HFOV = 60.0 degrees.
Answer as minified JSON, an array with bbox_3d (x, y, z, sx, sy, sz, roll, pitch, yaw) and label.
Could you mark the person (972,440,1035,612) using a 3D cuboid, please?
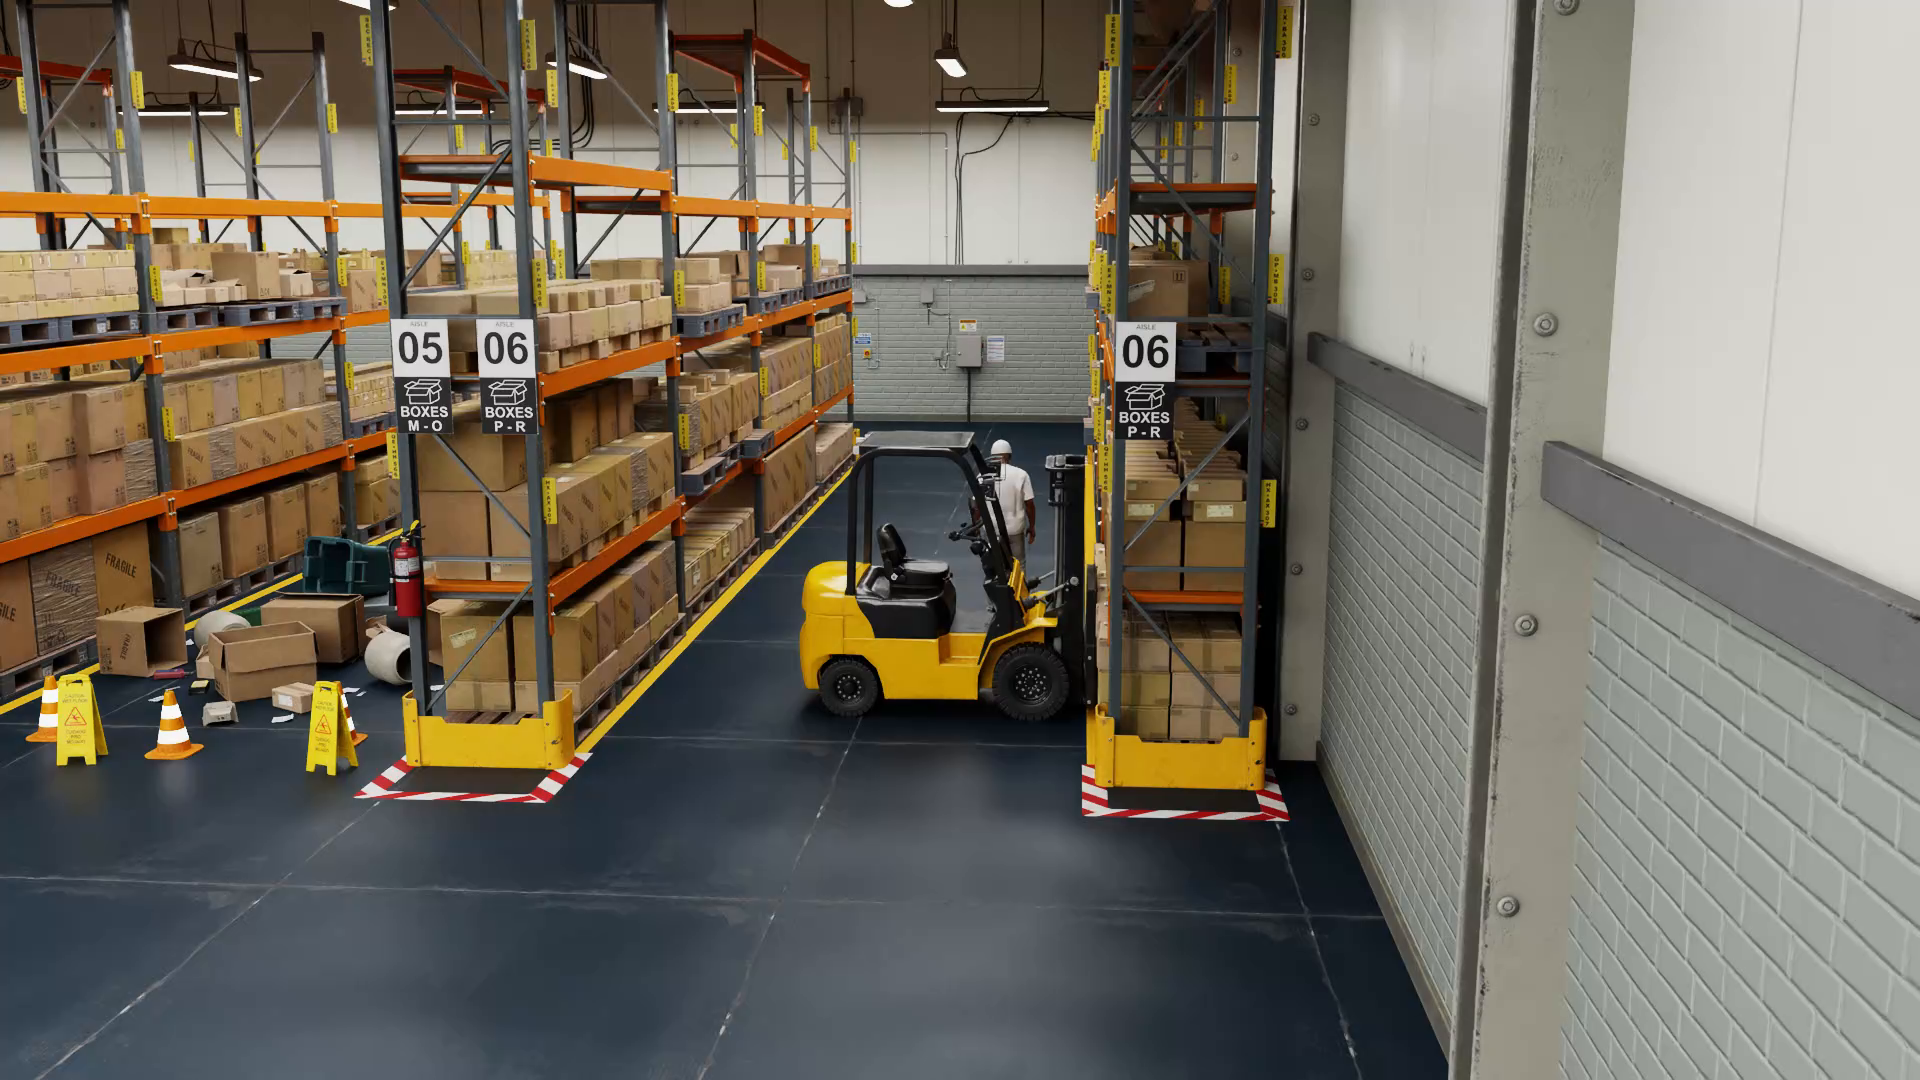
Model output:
[{"bbox_3d":[0.432,-0.115,16.490,0.635,1.760,0.458,0,11,1],"label":"person"}]
